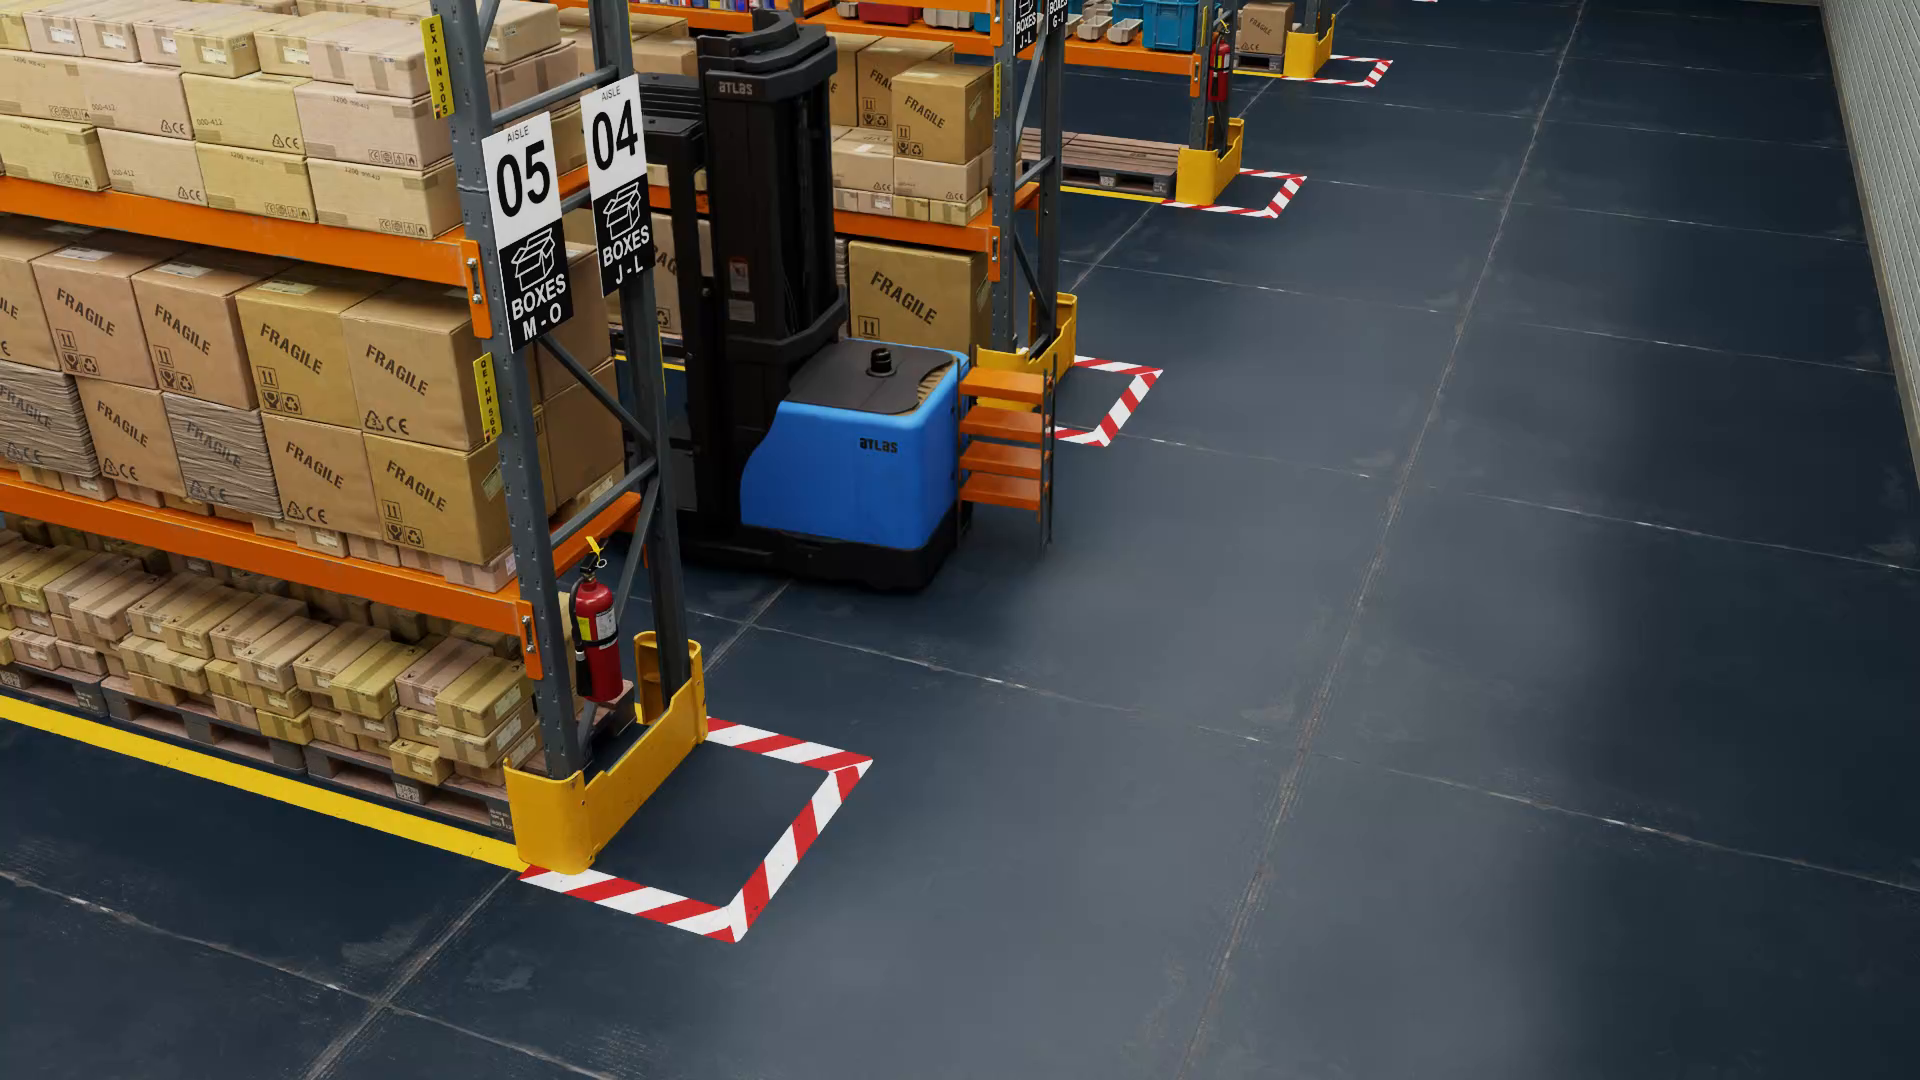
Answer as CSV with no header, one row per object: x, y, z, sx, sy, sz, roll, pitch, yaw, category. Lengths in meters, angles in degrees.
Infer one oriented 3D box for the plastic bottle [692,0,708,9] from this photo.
-2.544,-5.406,16.316,0.185,0.351,0.144,11,31,19,plastic bottle

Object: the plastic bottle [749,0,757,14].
-2.002,-5.220,16.140,0.097,0.201,0.097,0,29,0,plastic bottle

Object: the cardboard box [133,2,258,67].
-2.858,-1.902,6.257,0.250,0.149,0.380,11,31,18,cardboard box

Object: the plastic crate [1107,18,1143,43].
1.485,-4.612,15.068,0.243,0.136,0.396,11,31,19,plastic crate

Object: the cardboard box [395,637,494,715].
-2.309,0.613,7.483,0.250,0.149,0.380,12,32,20,cardboard box

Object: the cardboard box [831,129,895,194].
-0.572,-2.501,10.977,0.500,0.250,0.500,11,31,18,cardboard box

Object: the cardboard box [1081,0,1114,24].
1.798,-6.536,20.551,0.500,0.311,0.500,11,31,19,cardboard box

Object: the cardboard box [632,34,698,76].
-1.975,-3.111,11.293,0.500,0.500,0.500,10,31,18,cardboard box

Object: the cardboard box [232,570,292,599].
-3.366,0.179,8.251,0.250,0.149,0.380,11,31,19,cardboard box

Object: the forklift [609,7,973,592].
-1.495,-1.406,9.258,3.031,2.935,1.130,9,31,15,forklift

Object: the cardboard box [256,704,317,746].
-3.060,0.777,7.798,0.250,0.149,0.380,10,31,17,cardboard box

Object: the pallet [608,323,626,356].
-2.585,-1.724,12.585,1.213,0.211,1.003,11,31,19,pallet

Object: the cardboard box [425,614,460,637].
-2.356,0.315,8.010,0.250,0.149,0.380,11,31,19,cardboard box

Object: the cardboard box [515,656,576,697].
-1.901,0.584,7.837,0.250,0.149,0.380,13,32,21,cardboard box

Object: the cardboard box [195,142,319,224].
-2.508,-1.426,6.329,0.500,0.250,0.500,11,31,19,cardboard box

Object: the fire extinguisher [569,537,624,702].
-1.452,0.322,6.590,0.183,0.674,0.296,11,31,19,fire extinguisher

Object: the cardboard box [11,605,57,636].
-4.495,0.305,8.330,0.250,0.149,0.380,11,31,19,cardboard box

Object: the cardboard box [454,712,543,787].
-2.078,0.925,7.536,0.250,0.149,0.380,12,32,20,cardboard box

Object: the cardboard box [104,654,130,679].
-3.989,0.530,8.234,0.250,0.149,0.380,10,31,17,cardboard box

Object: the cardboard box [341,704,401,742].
-2.590,0.735,7.570,0.250,0.149,0.380,10,31,17,cardboard box

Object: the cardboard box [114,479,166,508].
-3.575,-0.310,7.506,0.250,0.149,0.380,13,32,21,cardboard box

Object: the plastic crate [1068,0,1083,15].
0.984,-5.025,15.701,0.300,0.233,0.416,11,31,19,plastic crate

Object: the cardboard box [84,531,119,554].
-4.306,-0.053,8.661,0.250,0.149,0.380,11,31,19,cardboard box

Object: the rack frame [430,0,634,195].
-1.512,-2.743,5.458,0.127,3.000,1.000,11,31,19,rack frame

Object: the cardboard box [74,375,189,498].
-3.432,-0.554,7.278,0.500,0.500,0.500,13,32,22,cardboard box

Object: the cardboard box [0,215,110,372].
-3.951,-1.089,7.208,0.500,0.500,0.500,12,32,20,cardboard box

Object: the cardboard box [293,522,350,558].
-2.620,-0.093,7.121,0.250,0.149,0.380,12,32,20,cardboard box

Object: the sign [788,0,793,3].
-1.606,-5.242,15.695,0.005,0.325,0.100,11,31,19,sign

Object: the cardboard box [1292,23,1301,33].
3.916,-6.075,19.899,0.250,0.149,0.380,11,31,19,cardboard box

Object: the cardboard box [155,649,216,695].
-3.571,0.551,7.896,0.250,0.149,0.380,12,31,20,cardboard box

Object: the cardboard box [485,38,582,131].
-1.830,-1.791,6.466,0.500,0.250,0.500,12,32,20,cardboard box

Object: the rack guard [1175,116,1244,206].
2.336,-3.546,15.515,0.348,0.500,1.175,11,31,19,rack guard

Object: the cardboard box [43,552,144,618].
-4.241,0.226,8.167,0.250,0.149,0.380,10,31,18,cardboard box

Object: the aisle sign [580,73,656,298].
-1.331,-1.386,6.512,0.004,0.787,0.394,11,31,19,aisle sign

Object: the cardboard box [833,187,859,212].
-0.713,-2.322,11.064,0.250,0.149,0.380,12,32,20,cardboard box

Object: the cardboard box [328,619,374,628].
-2.872,0.400,8.163,0.250,0.149,0.380,10,31,17,cardboard box

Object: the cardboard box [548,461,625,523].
-1.689,-0.231,7.366,0.250,0.149,0.380,11,31,19,cardboard box

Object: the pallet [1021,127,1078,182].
0.433,-3.815,16.285,1.213,0.211,1.003,11,31,19,pallet

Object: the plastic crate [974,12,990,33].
0.309,-4.849,15.389,0.300,0.233,0.416,11,31,19,plastic crate

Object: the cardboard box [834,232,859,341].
-1.020,-1.882,11.764,0.875,0.875,0.875,11,31,19,cardboard box

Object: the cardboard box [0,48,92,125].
-3.446,-1.847,6.566,0.500,0.250,0.500,10,31,17,cardboard box

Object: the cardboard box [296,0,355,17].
-2.405,-2.111,6.627,0.250,0.149,0.380,12,32,20,cardboard box

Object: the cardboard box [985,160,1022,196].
0.242,-2.481,11.346,0.250,0.149,0.380,12,32,20,cardboard box

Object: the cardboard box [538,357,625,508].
-1.824,-0.513,7.206,0.500,0.500,0.500,13,32,21,cardboard box

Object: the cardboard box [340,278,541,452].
-2.029,-0.711,6.539,0.500,0.500,0.500,11,31,18,cardboard box

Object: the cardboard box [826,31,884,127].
-0.842,-3.162,11.384,0.500,0.500,0.500,10,31,18,cardboard box

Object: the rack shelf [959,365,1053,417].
0.258,-0.826,9.193,0.480,0.148,0.258,9,31,15,rack shelf

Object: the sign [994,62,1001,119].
0.230,-2.736,10.125,0.005,0.325,0.100,11,31,19,sign

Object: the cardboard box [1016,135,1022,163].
0.103,-2.650,11.240,0.500,0.250,0.500,10,31,18,cardboard box

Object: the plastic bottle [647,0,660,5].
-3.030,-5.473,16.510,0.135,0.276,0.152,11,31,19,plastic bottle

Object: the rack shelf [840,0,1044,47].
-1.407,-3.737,10.995,4.000,0.370,1.077,11,31,19,rack shelf

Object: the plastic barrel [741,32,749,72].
-1.895,-4.750,16.811,0.708,0.901,0.600,11,31,19,plastic barrel

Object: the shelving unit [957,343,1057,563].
0.258,-0.484,9.386,0.503,1.200,0.258,9,31,15,shelving unit

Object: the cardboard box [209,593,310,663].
-3.285,0.423,7.820,0.250,0.149,0.380,10,31,17,cardboard box

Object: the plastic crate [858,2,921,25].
-0.665,-5.147,15.682,0.583,0.464,0.402,11,31,19,plastic crate

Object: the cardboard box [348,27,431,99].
-1.930,-1.691,5.883,0.250,0.149,0.380,11,31,19,cardboard box

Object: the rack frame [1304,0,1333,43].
4.175,-6.890,18.892,0.127,3.000,1.000,11,31,19,rack frame

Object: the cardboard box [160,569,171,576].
-4.101,0.148,8.608,0.250,0.149,0.380,12,31,20,cardboard box
